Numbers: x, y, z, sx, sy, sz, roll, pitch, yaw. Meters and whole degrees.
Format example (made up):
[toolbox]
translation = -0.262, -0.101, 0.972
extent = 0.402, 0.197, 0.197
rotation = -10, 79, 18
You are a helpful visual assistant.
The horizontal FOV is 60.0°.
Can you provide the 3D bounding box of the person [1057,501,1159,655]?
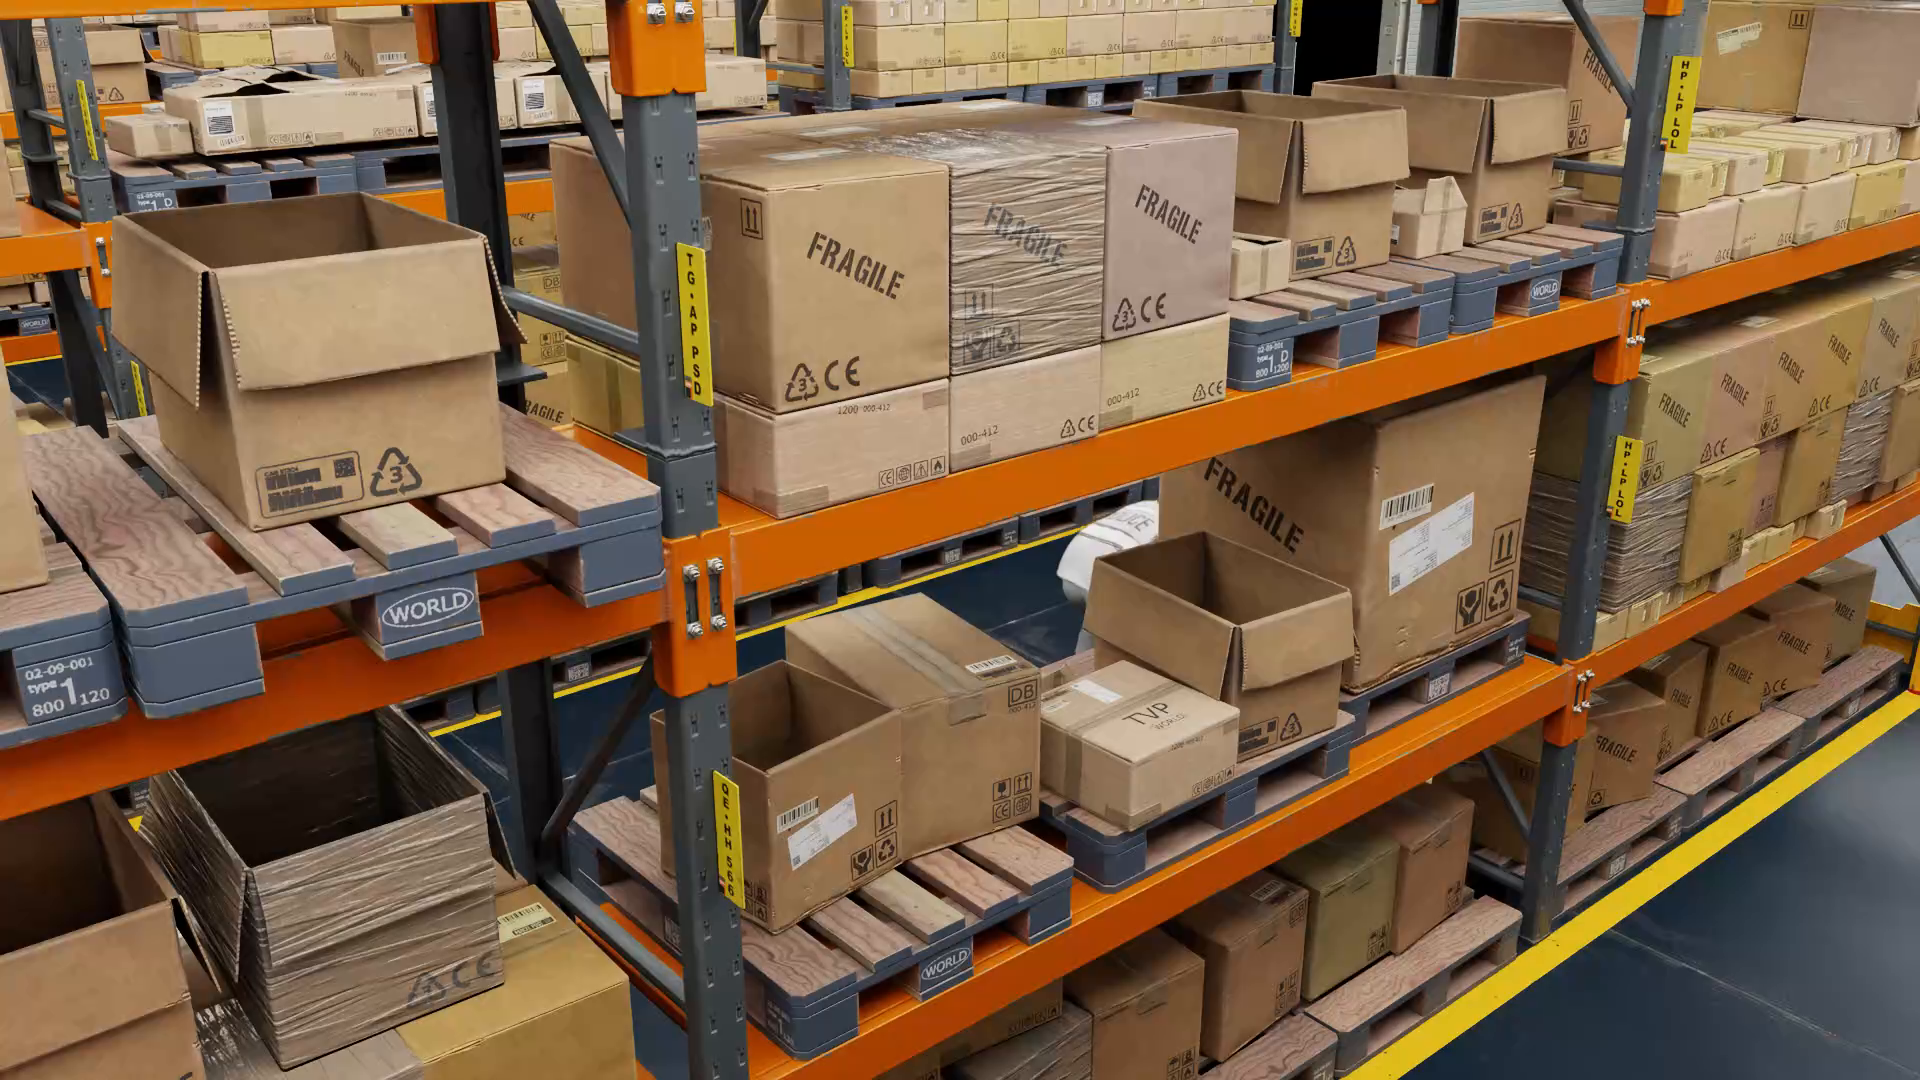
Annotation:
[person]
translation = 0.968, 0.323, 9.072
extent = 1.030, 1.151, 0.530
rotation = -19, 28, -40
